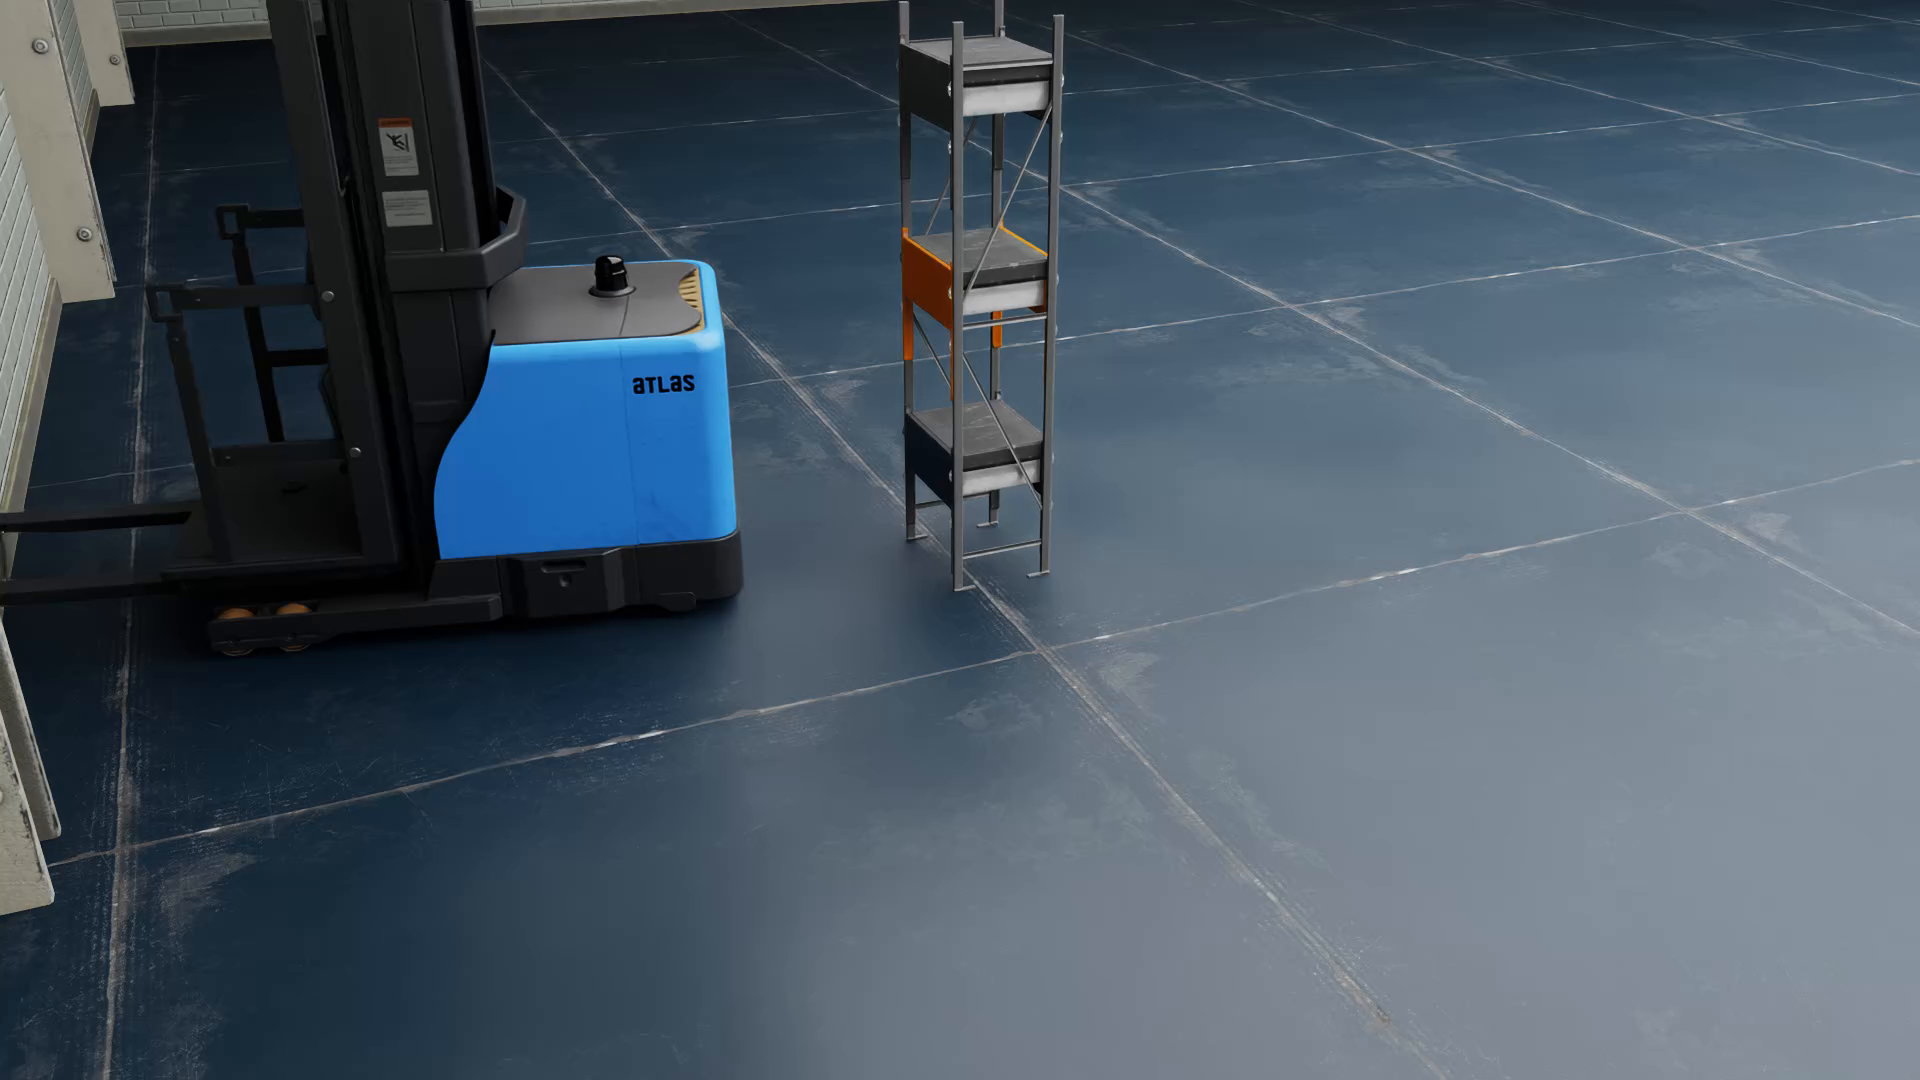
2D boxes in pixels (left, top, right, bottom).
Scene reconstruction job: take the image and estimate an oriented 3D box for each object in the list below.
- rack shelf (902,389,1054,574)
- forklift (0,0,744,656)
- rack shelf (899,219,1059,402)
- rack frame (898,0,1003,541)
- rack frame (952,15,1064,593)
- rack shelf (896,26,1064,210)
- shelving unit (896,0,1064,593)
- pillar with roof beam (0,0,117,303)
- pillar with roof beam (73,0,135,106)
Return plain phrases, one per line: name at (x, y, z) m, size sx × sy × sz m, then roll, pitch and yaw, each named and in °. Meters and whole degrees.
rack shelf at (0.065, -0.235, 6.466) m, size 0.431 × 0.518 × 0.480 m, roll -11°, pitch 28°, yaw -21°
forklift at (-2.377, -1.155, 5.775) m, size 3.031 × 2.935 × 1.130 m, roll -4°, pitch 26°, yaw -9°
rack shelf at (0.065, -0.864, 6.158) m, size 0.431 × 0.518 × 0.480 m, roll -11°, pitch 28°, yaw -21°
rack frame at (-0.031, -0.975, 6.354) m, size 0.400 × 2.100 × 0.015 m, roll -11°, pitch 28°, yaw -21°
rack frame at (0.160, -0.778, 5.951) m, size 0.400 × 2.100 × 0.015 m, roll -11°, pitch 28°, yaw -21°
rack shelf at (0.065, -1.493, 5.851) m, size 0.431 × 0.518 × 0.480 m, roll -11°, pitch 28°, yaw -21°
shelving unit at (0.065, -0.877, 6.152) m, size 0.431 × 2.100 × 0.503 m, roll -11°, pitch 28°, yaw -21°
pillar with roof beam at (-1.151, -6.240, 9.275) m, size 9.100 × 9.000 × 0.400 m, roll -11°, pitch 28°, yaw -21°
pillar with roof beam at (-3.501, -8.663, 14.236) m, size 9.100 × 9.000 × 0.400 m, roll -11°, pitch 28°, yaw -21°
